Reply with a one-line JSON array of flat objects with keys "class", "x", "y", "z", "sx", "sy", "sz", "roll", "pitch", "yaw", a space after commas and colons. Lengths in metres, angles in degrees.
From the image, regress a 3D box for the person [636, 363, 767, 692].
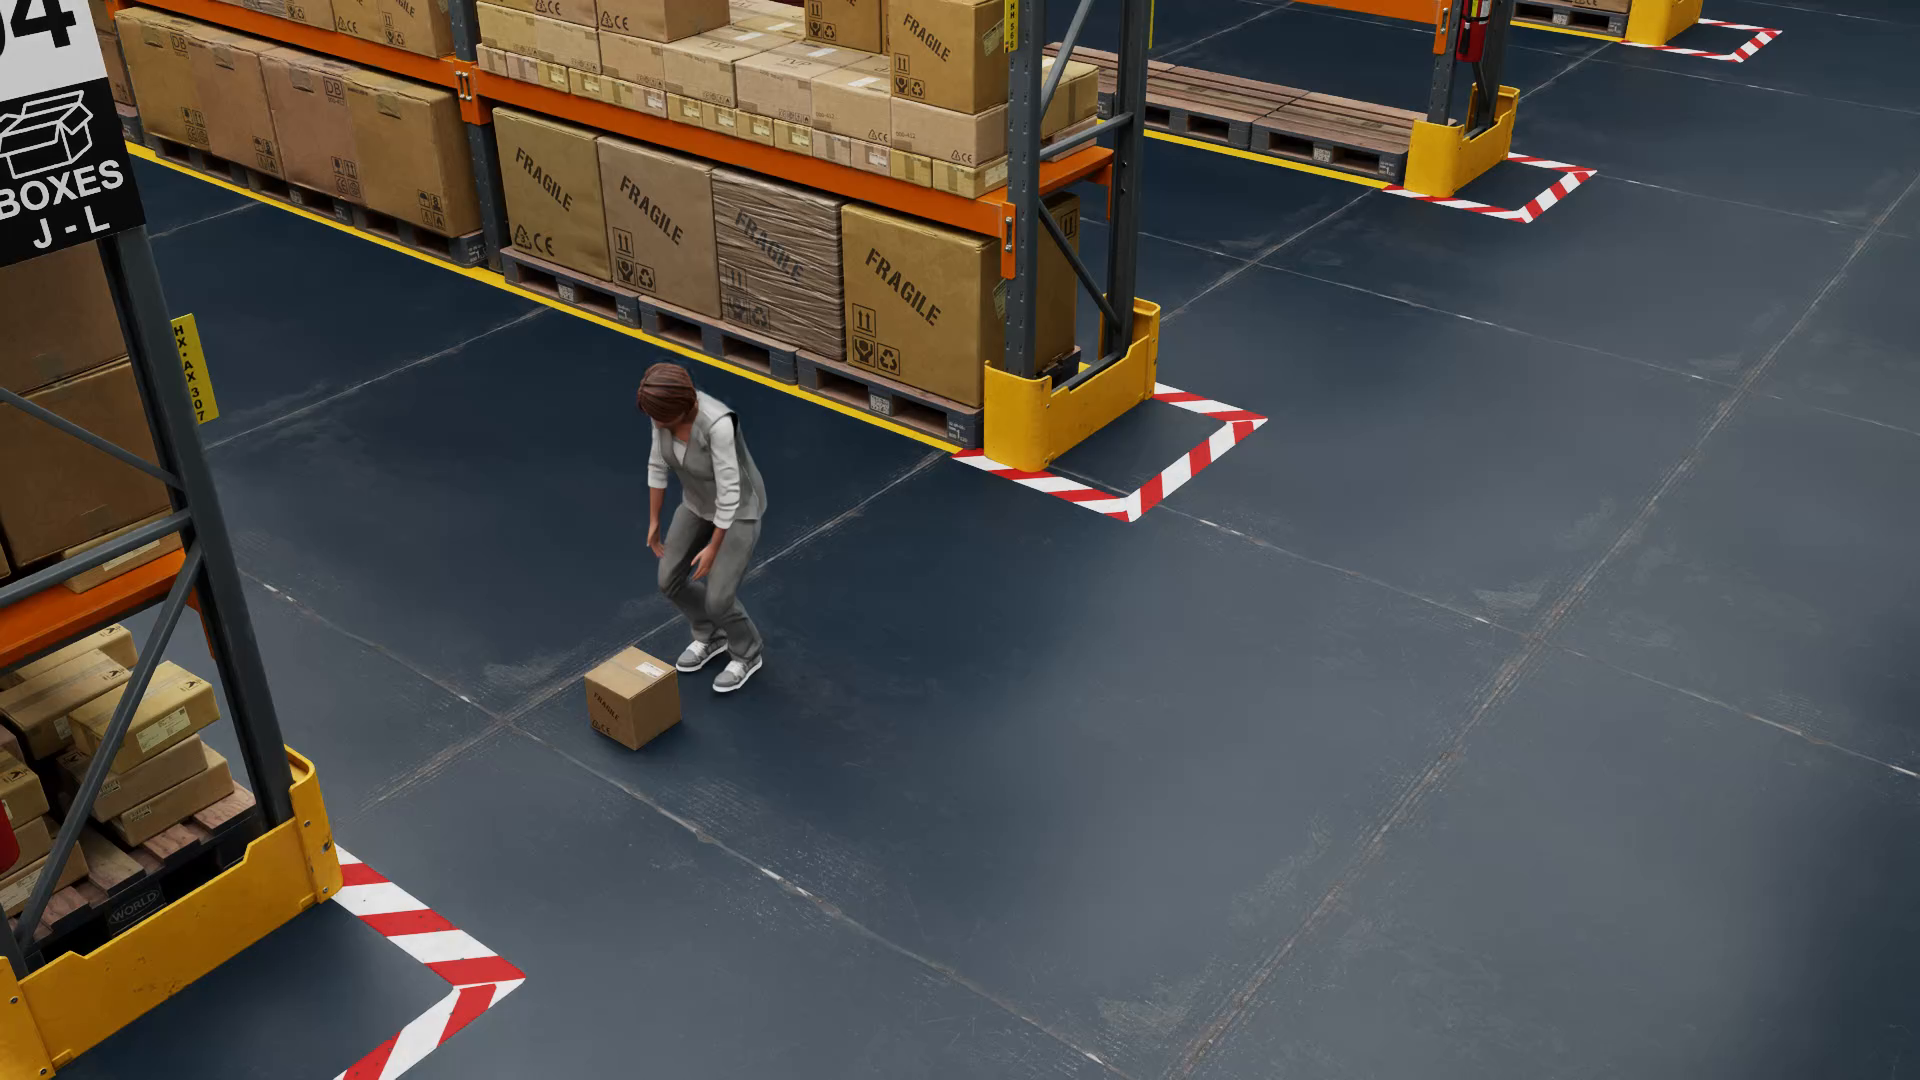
[{"class": "person", "x": -0.969, "y": -0.062, "z": 6.417, "sx": 0.454, "sy": 1.429, "sz": 0.540, "roll": 22, "pitch": 38, "yaw": 32}]
